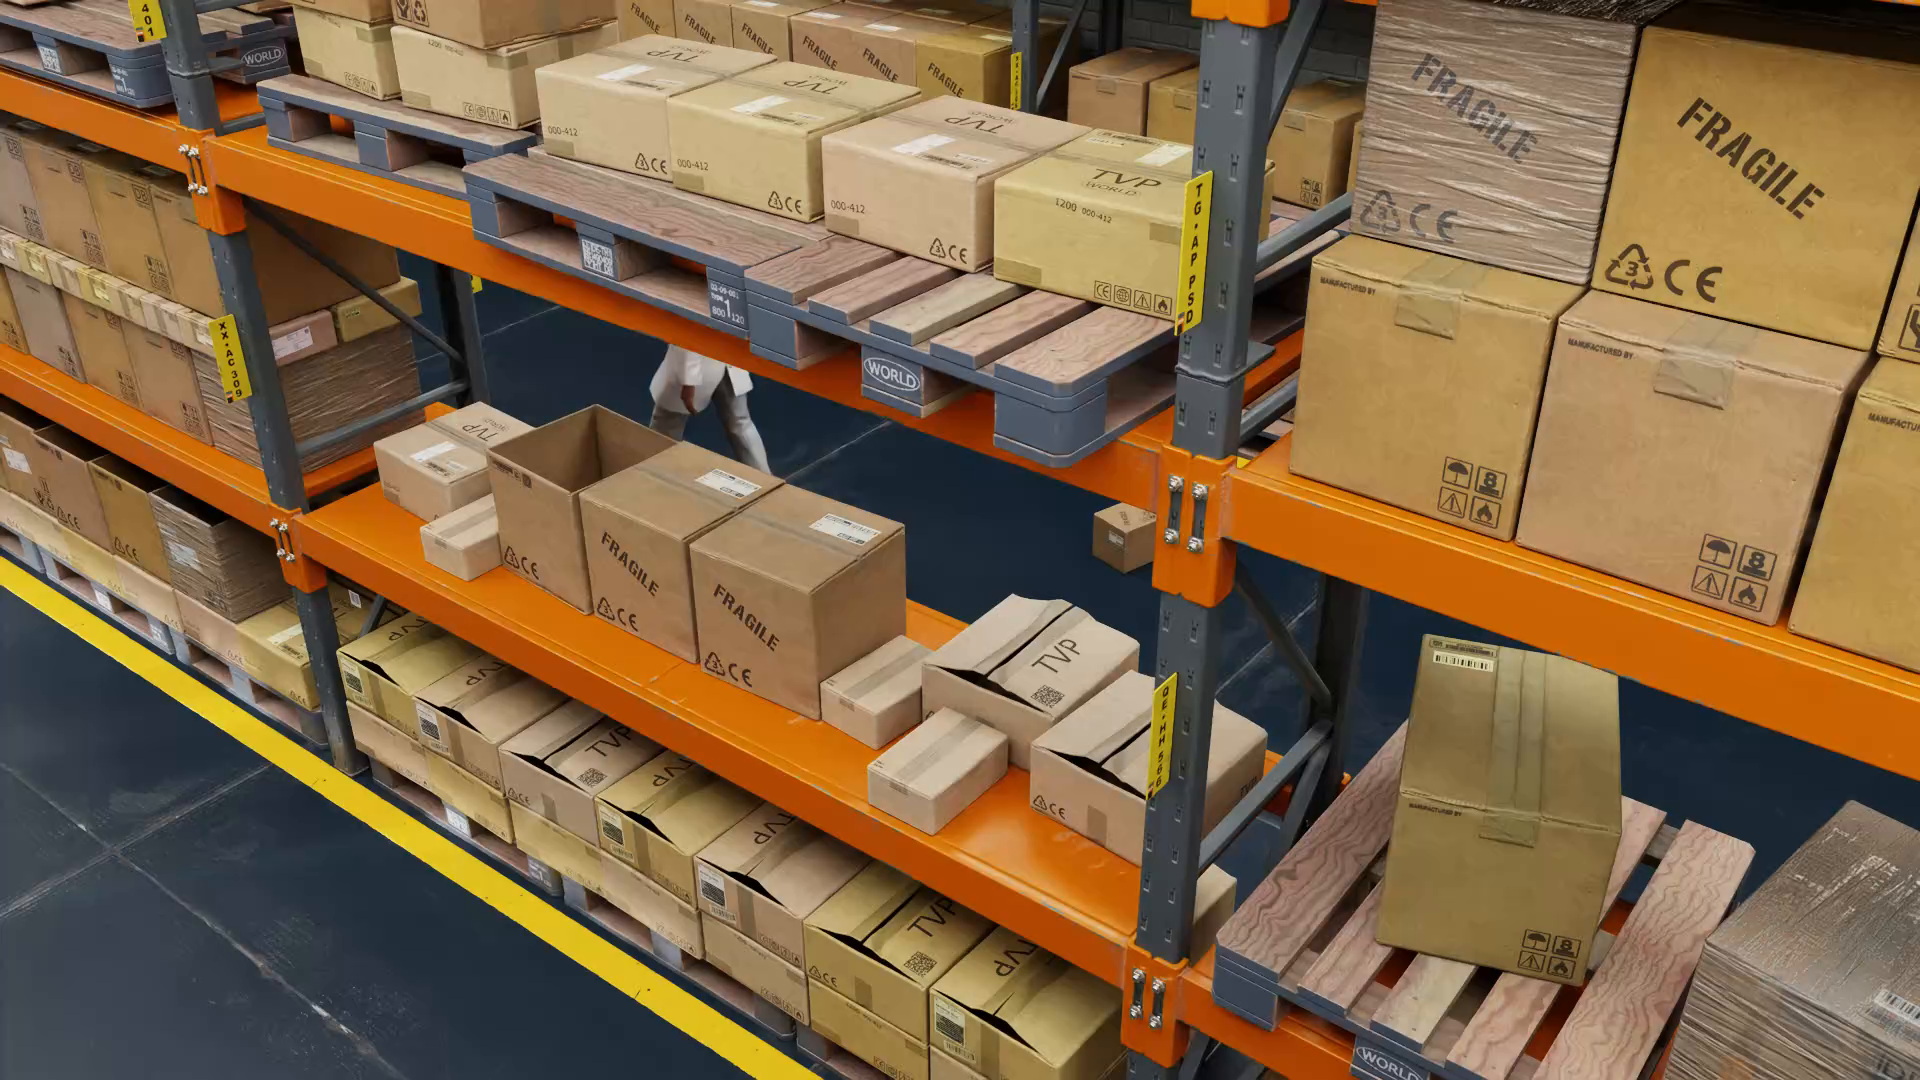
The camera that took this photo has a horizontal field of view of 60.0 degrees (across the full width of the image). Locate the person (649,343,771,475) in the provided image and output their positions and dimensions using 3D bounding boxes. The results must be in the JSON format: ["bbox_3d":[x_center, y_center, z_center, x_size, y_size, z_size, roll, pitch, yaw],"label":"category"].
[{"bbox_3d":[-1.426,-0.977,8.794,1.047,1.711,0.623,18,35,28],"label":"person"}]
